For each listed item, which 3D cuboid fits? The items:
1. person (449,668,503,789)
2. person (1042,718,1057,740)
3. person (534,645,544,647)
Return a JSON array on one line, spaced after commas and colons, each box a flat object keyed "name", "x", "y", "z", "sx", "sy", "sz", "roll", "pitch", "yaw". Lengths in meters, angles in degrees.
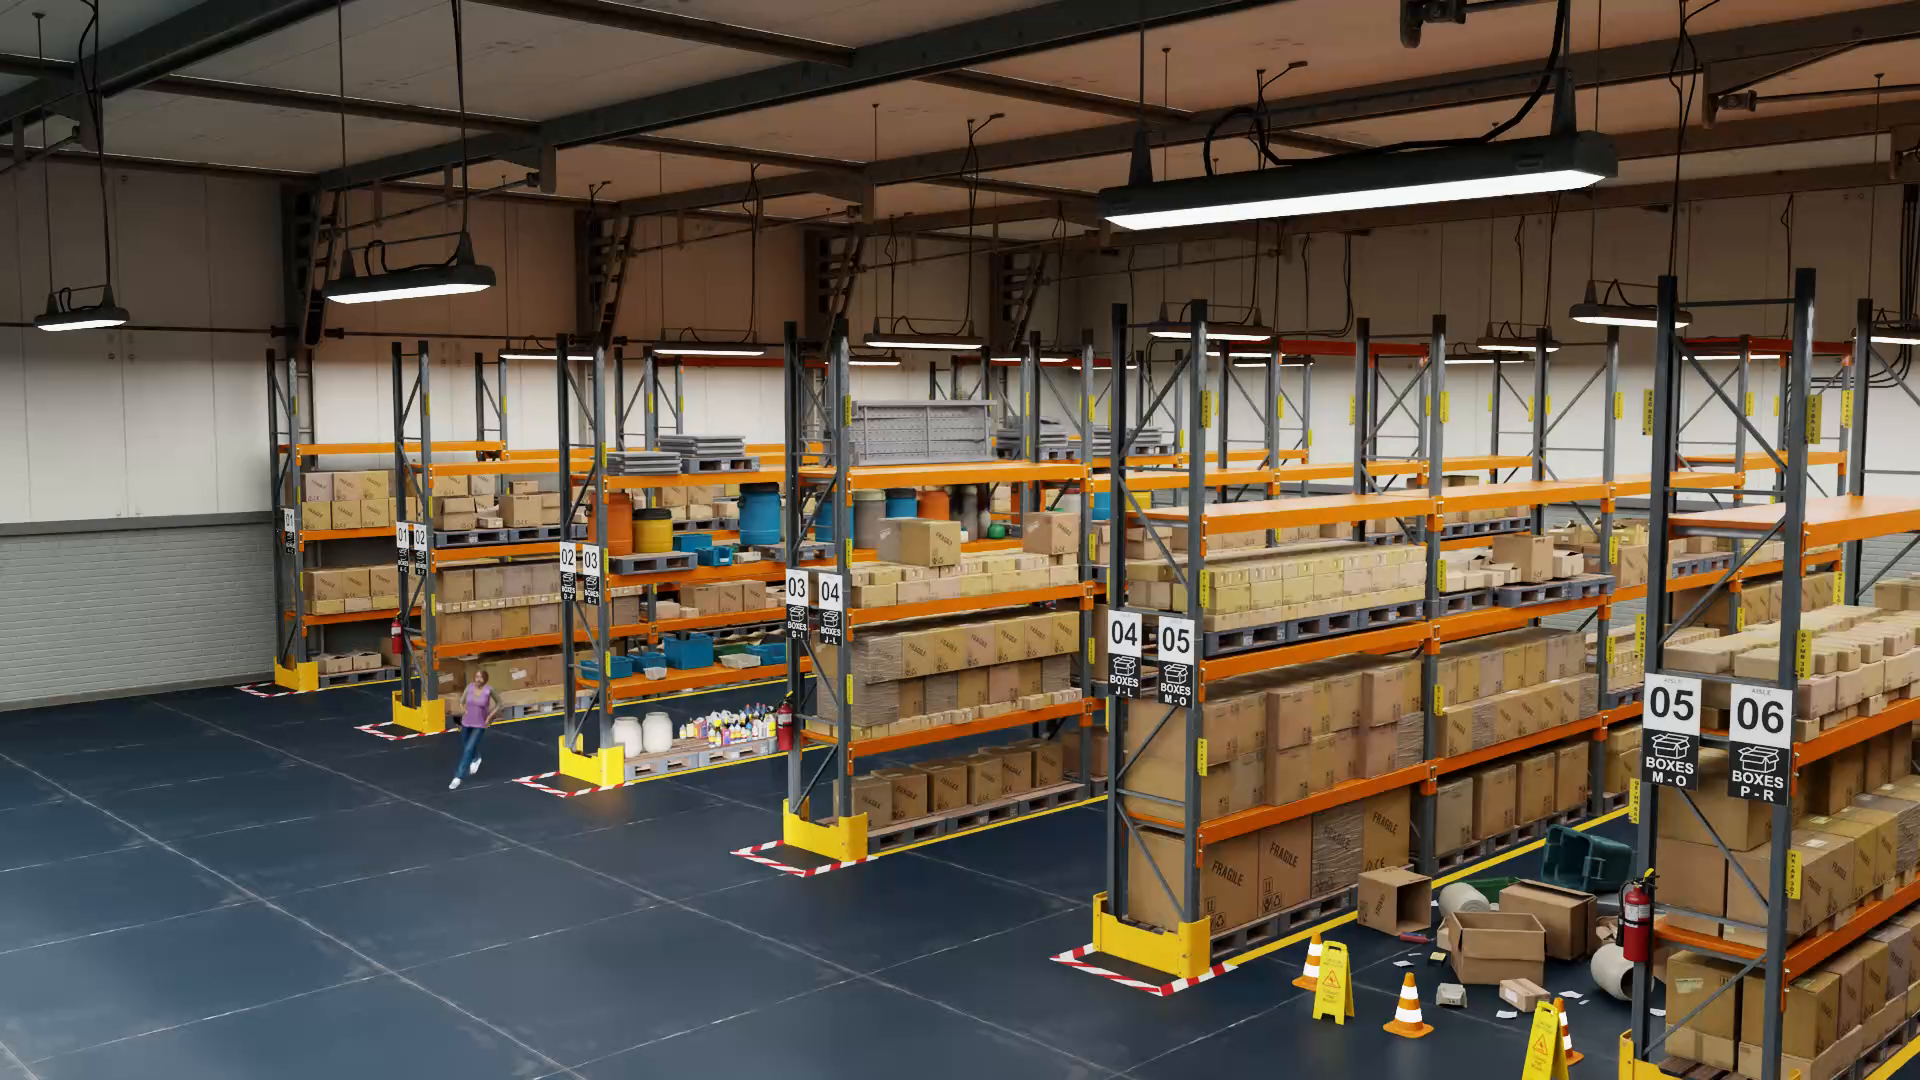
[{"name": "person", "x": -6.409, "y": 2.470, "z": 22.137, "sx": 0.570, "sy": 1.559, "sz": 0.821, "roll": 1, "pitch": 5, "yaw": 9}, {"name": "person", "x": 1.365, "y": 2.133, "z": 25.128, "sx": 0.710, "sy": 1.732, "sz": 0.637, "roll": 3, "pitch": 6, "yaw": 31}, {"name": "person", "x": -7.410, "y": 1.847, "z": 29.303, "sx": 0.718, "sy": 1.663, "sz": 0.571, "roll": -5, "pitch": 7, "yaw": -42}]
